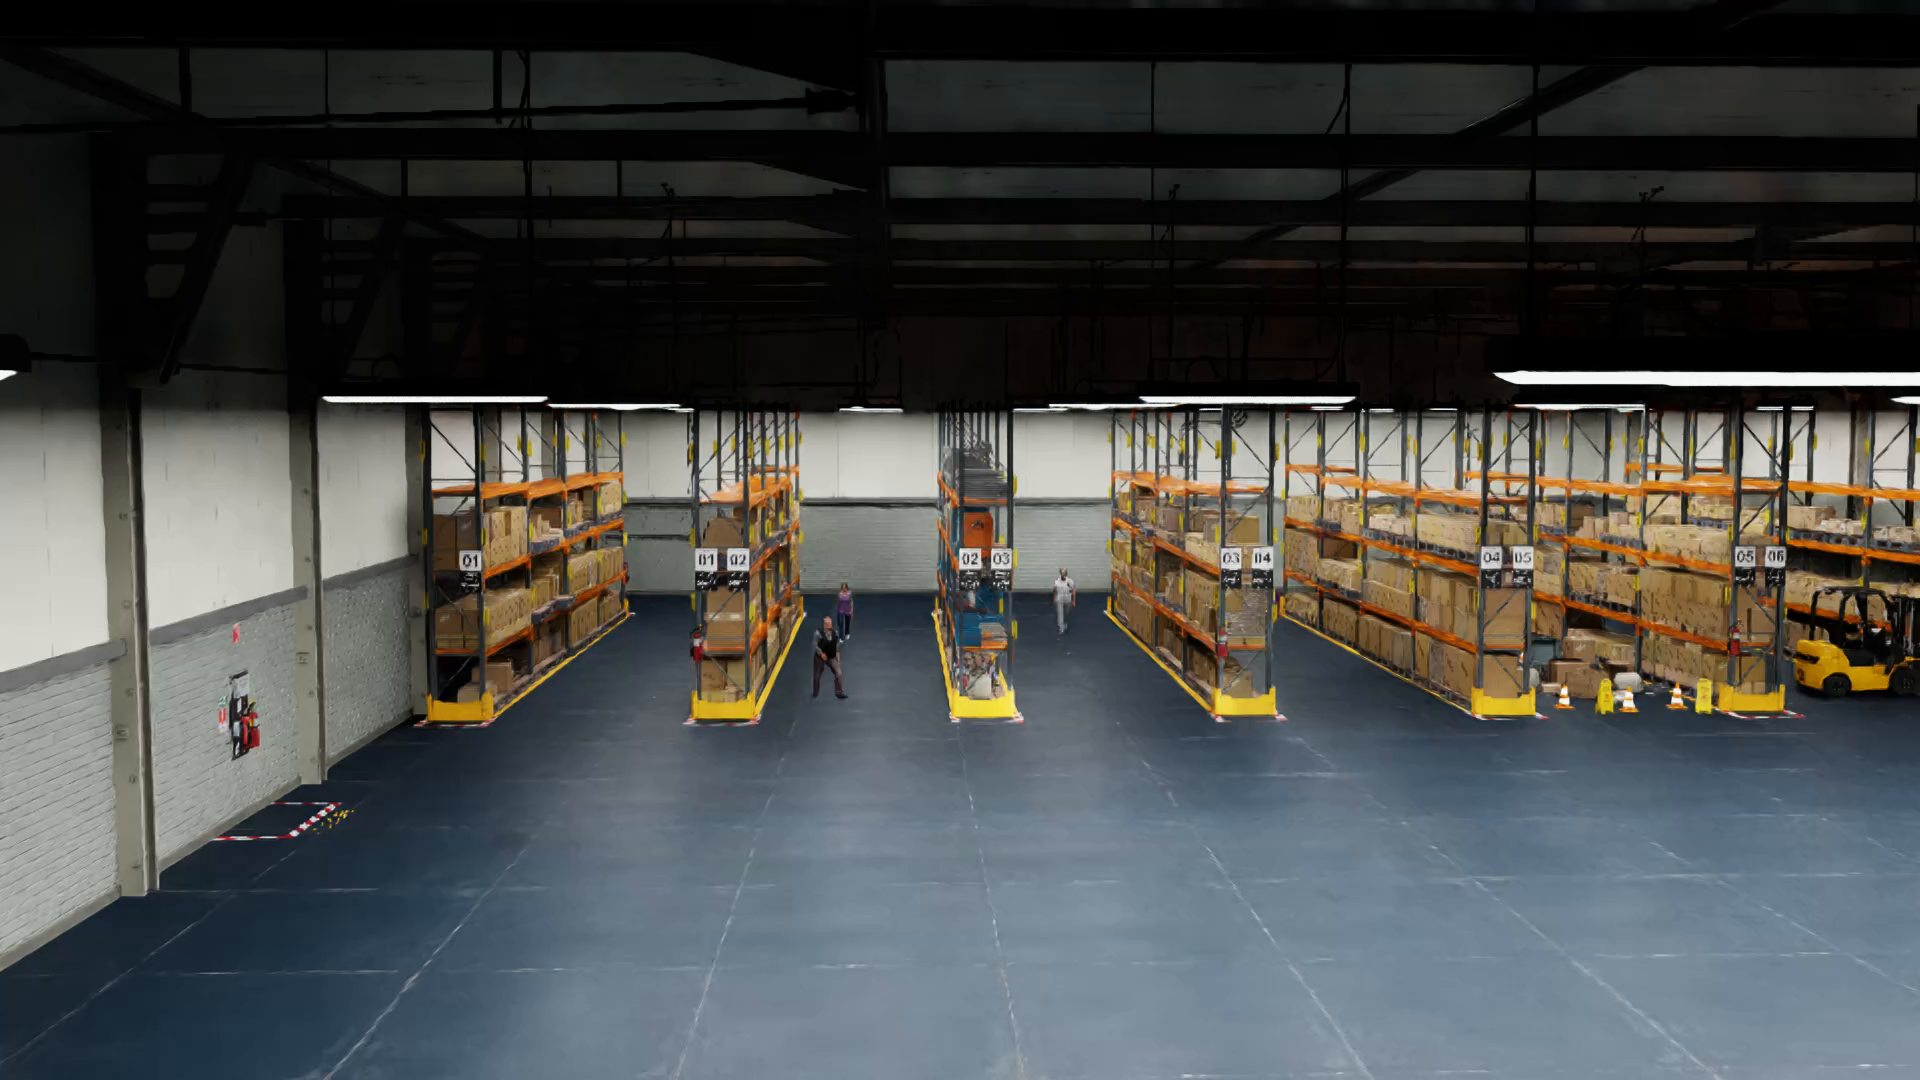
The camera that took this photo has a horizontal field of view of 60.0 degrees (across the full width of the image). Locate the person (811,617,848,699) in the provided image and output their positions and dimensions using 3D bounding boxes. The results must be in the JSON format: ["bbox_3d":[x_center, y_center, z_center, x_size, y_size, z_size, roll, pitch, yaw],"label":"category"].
[{"bbox_3d":[-2.676,2.352,33.359,0.682,1.660,0.800,-2,5,-22],"label":"person"}]

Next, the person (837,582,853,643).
[{"bbox_3d":[-2.876,1.788,41.659,0.415,1.517,1.042,0,4,-4],"label":"person"}]

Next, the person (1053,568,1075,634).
[{"bbox_3d":[2.730,1.566,43.428,0.556,1.712,1.030,0,4,-3],"label":"person"}]

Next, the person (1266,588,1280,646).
[{"bbox_3d":[7.492,1.781,40.764,0.719,1.714,0.578,0,4,-3],"label":"person"}]
